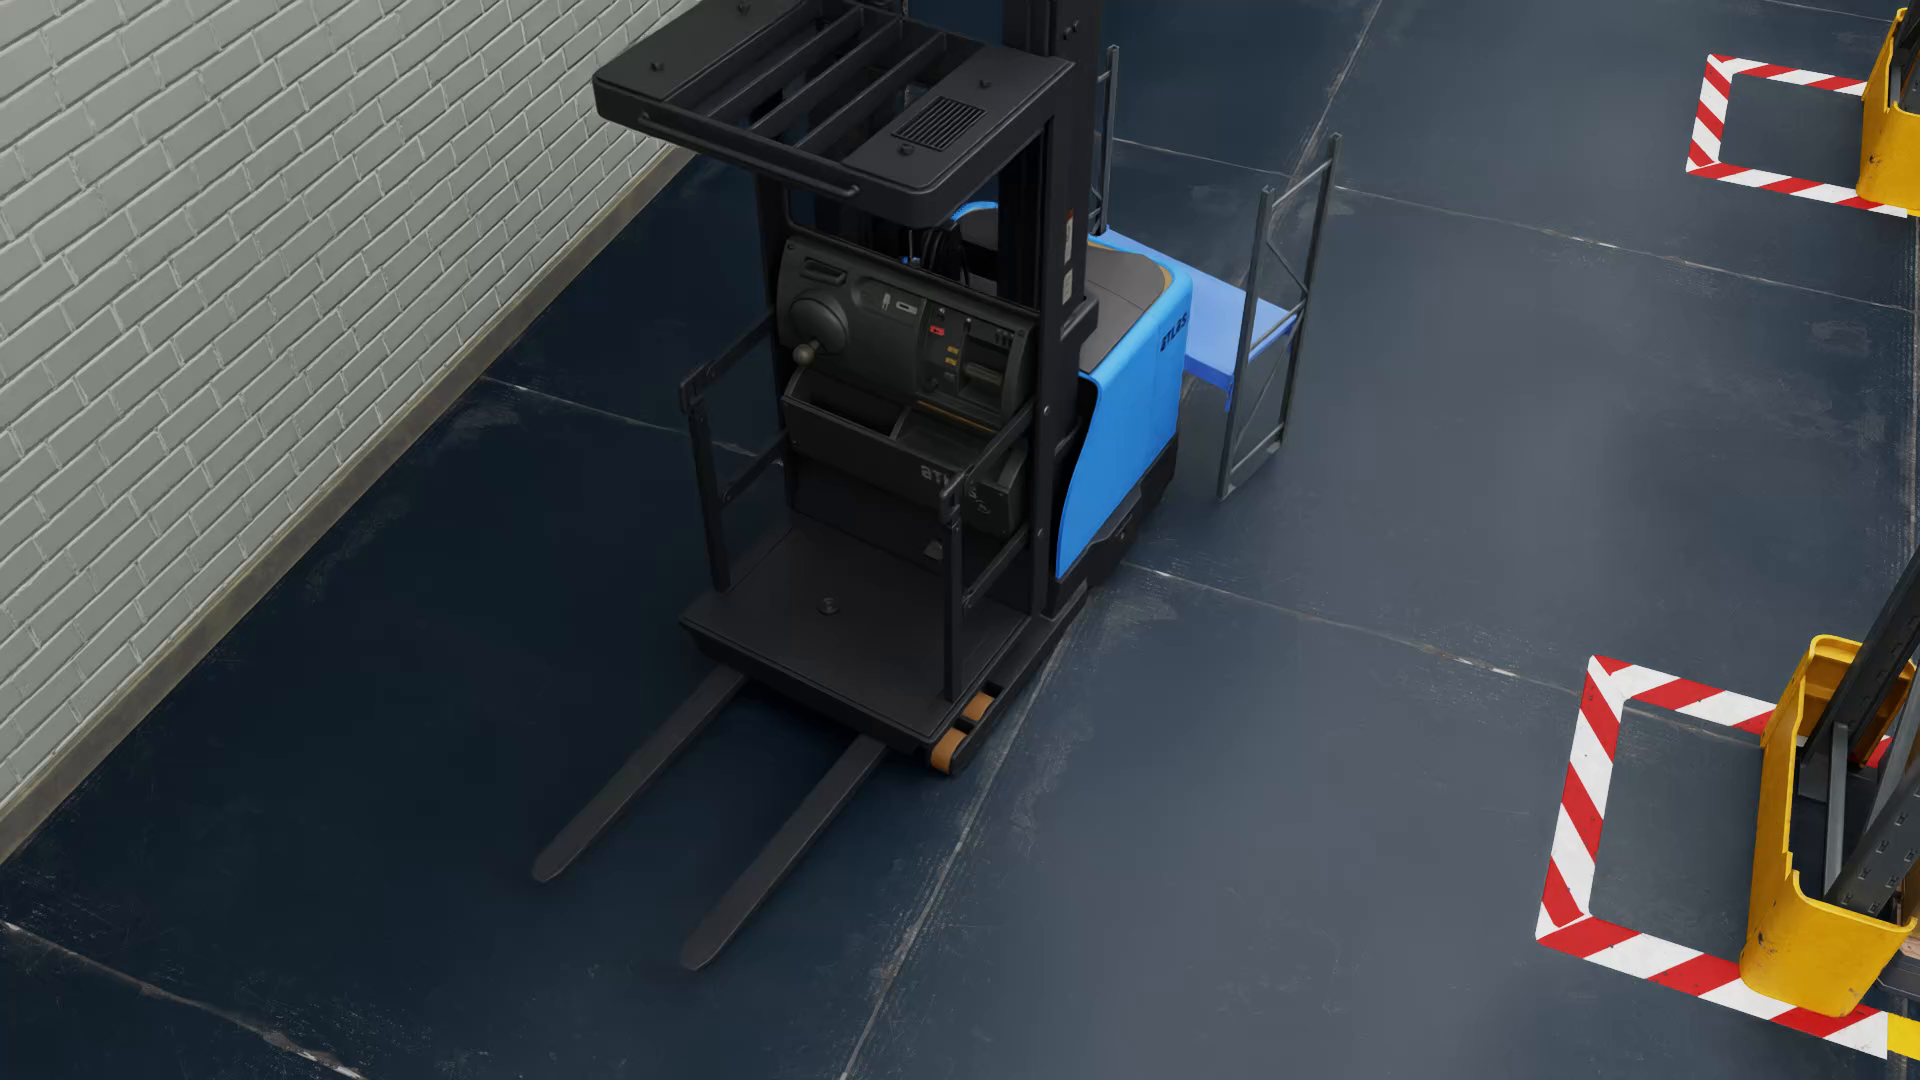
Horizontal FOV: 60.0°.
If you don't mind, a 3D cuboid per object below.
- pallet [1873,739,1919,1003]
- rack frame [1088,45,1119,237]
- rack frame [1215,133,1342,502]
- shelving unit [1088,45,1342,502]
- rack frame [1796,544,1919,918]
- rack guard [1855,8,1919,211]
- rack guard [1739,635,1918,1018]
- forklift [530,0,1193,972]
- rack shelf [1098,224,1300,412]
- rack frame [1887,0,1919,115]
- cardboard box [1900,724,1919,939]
[{"bbox_3d":[3.659,1.191,5.404,1.213,0.211,1.003,16,47,16],"label":"pallet"},{"bbox_3d":[0.459,-1.294,6.987,0.032,1.500,0.500,31,53,27],"label":"rack frame"},{"bbox_3d":[1.235,-0.830,6.521,0.032,1.500,0.500,31,53,27],"label":"rack frame"},{"bbox_3d":[0.847,-1.062,6.754,1.048,1.500,0.538,31,53,27],"label":"shelving unit"},{"bbox_3d":[2.891,0.036,4.587,0.127,3.000,1.000,16,47,16],"label":"rack frame"},{"bbox_3d":[4.964,-2.258,8.665,0.348,0.500,1.175,16,47,16],"label":"rack guard"},{"bbox_3d":[2.869,0.916,5.475,0.348,0.500,1.175,16,47,16],"label":"rack guard"},{"bbox_3d":[-0.307,-0.588,5.263,1.130,2.935,3.031,23,49,22],"label":"forklift"},{"bbox_3d":[0.847,-0.934,6.881,1.000,0.185,0.538,31,53,27],"label":"rack shelf"},{"bbox_3d":[4.894,-3.165,7.805,0.127,3.000,1.000,16,47,16],"label":"rack frame"},{"bbox_3d":[3.512,0.762,5.066,0.875,0.875,0.875,16,47,16],"label":"cardboard box"}]
